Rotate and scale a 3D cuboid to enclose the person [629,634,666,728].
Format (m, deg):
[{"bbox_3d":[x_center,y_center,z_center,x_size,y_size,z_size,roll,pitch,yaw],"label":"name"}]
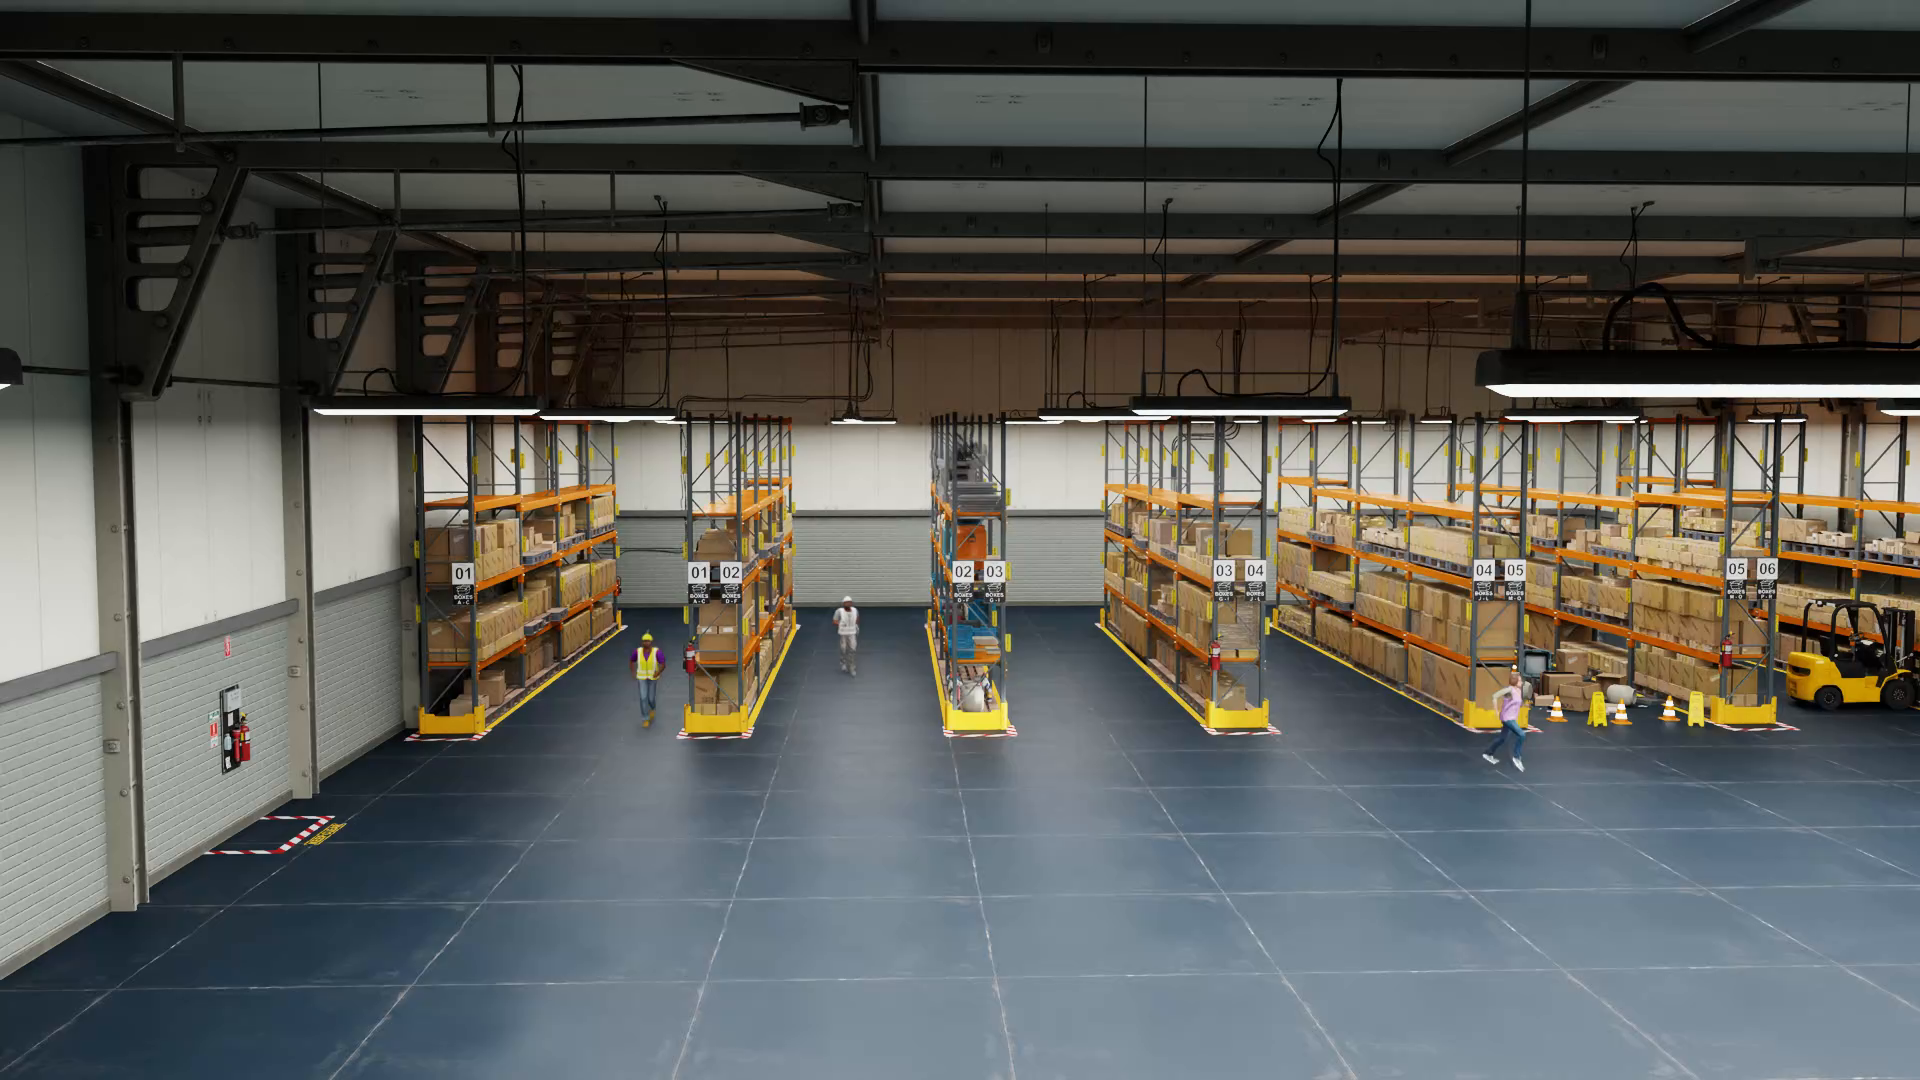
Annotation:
[{"bbox_3d":[-6.007,2.678,31.986,0.701,1.770,0.870,-1,4,-9],"label":"person"}]

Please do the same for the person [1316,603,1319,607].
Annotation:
[{"bbox_3d":[10.468,1.585,48.895,0.740,1.609,1.016,-3,5,-39],"label":"person"}]

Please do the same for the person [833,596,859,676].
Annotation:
[{"bbox_3d":[-2.625,2.220,38.531,0.657,1.838,0.790,-1,4,-13],"label":"person"}]

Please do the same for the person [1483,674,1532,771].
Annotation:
[{"bbox_3d":[9.159,3.034,27.833,0.789,1.615,0.555,3,5,38],"label":"person"}]
